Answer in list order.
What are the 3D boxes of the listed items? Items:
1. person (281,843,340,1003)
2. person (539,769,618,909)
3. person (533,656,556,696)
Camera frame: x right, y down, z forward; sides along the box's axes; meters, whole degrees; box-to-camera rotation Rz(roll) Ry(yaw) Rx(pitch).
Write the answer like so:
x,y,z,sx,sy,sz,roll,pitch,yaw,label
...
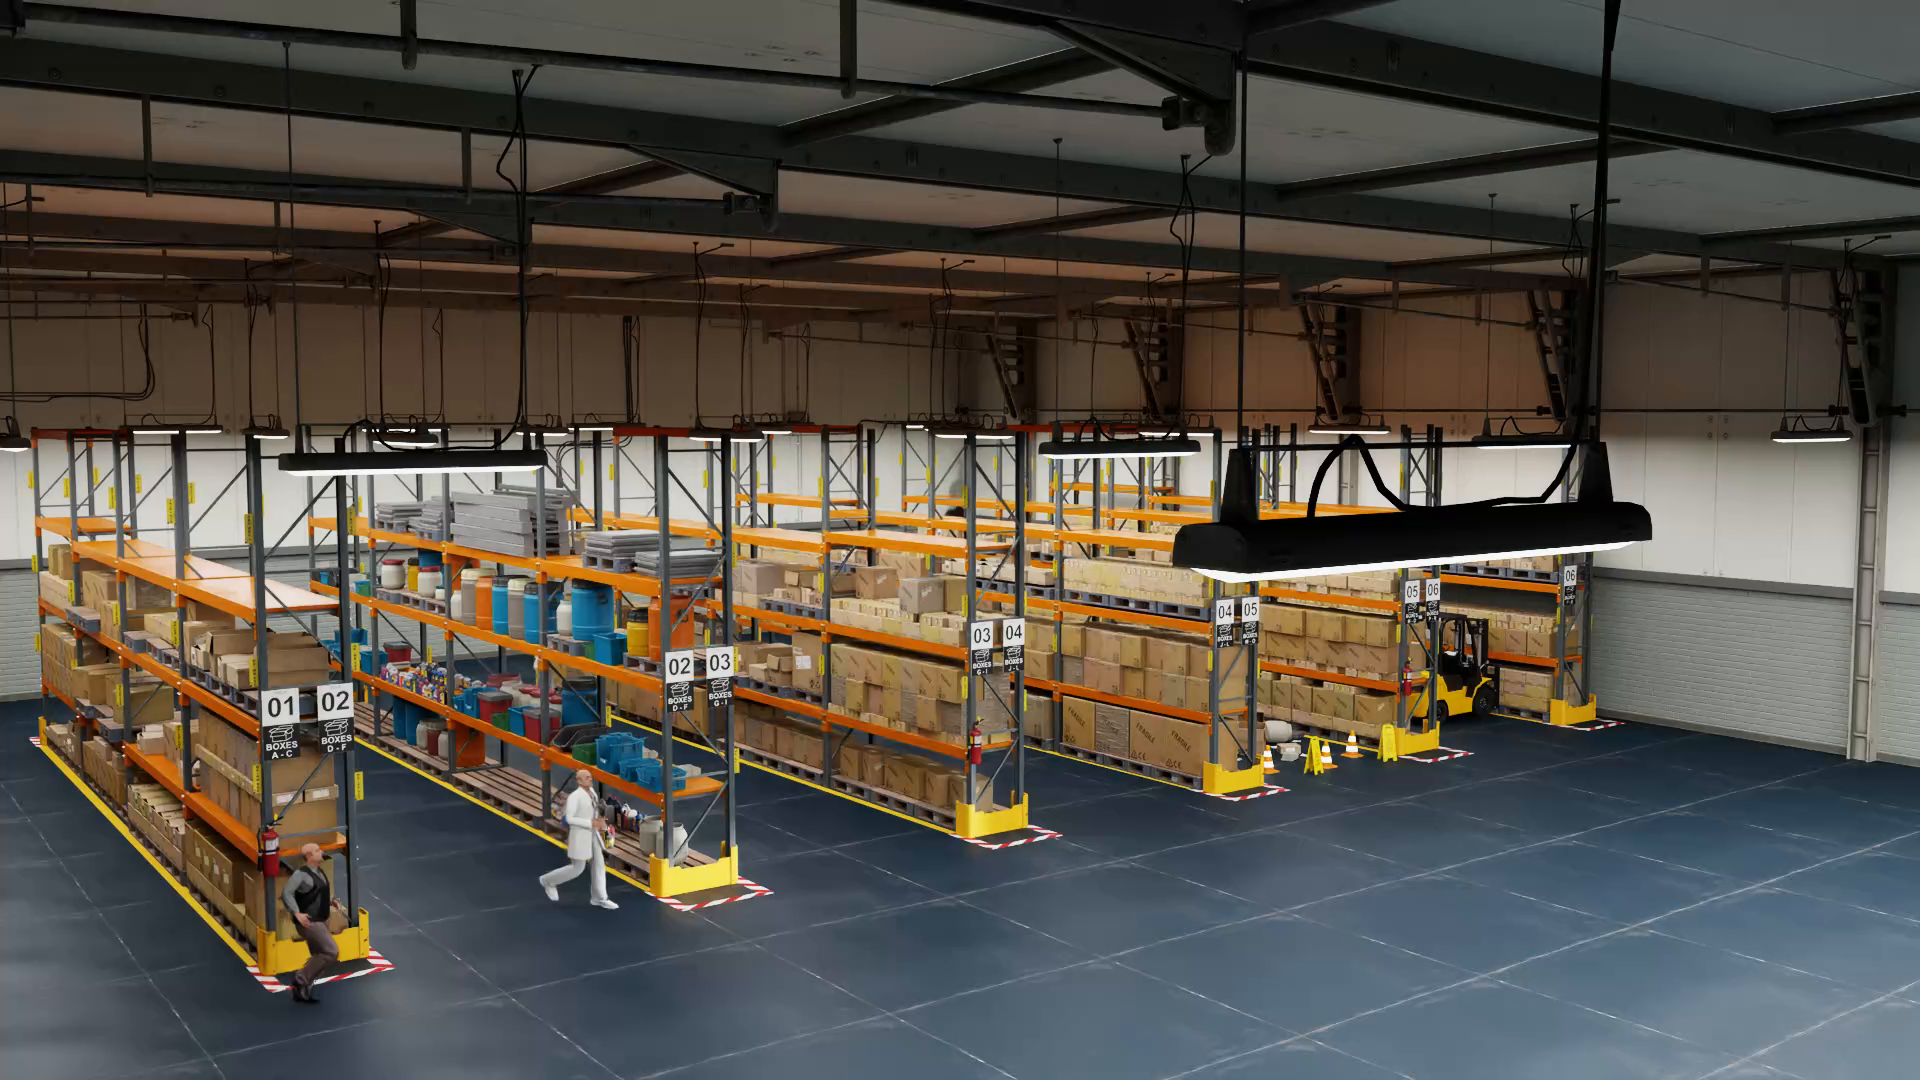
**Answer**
x,y,z,sx,sy,sz,roll,pitch,yaw,label
-6.920,4.191,17.852,0.539,1.496,0.685,-1,5,-8,person
-4.831,3.791,21.149,1.007,1.785,0.718,1,5,16,person
-8.496,2.851,34.056,0.536,1.610,0.875,-4,6,-40,person
